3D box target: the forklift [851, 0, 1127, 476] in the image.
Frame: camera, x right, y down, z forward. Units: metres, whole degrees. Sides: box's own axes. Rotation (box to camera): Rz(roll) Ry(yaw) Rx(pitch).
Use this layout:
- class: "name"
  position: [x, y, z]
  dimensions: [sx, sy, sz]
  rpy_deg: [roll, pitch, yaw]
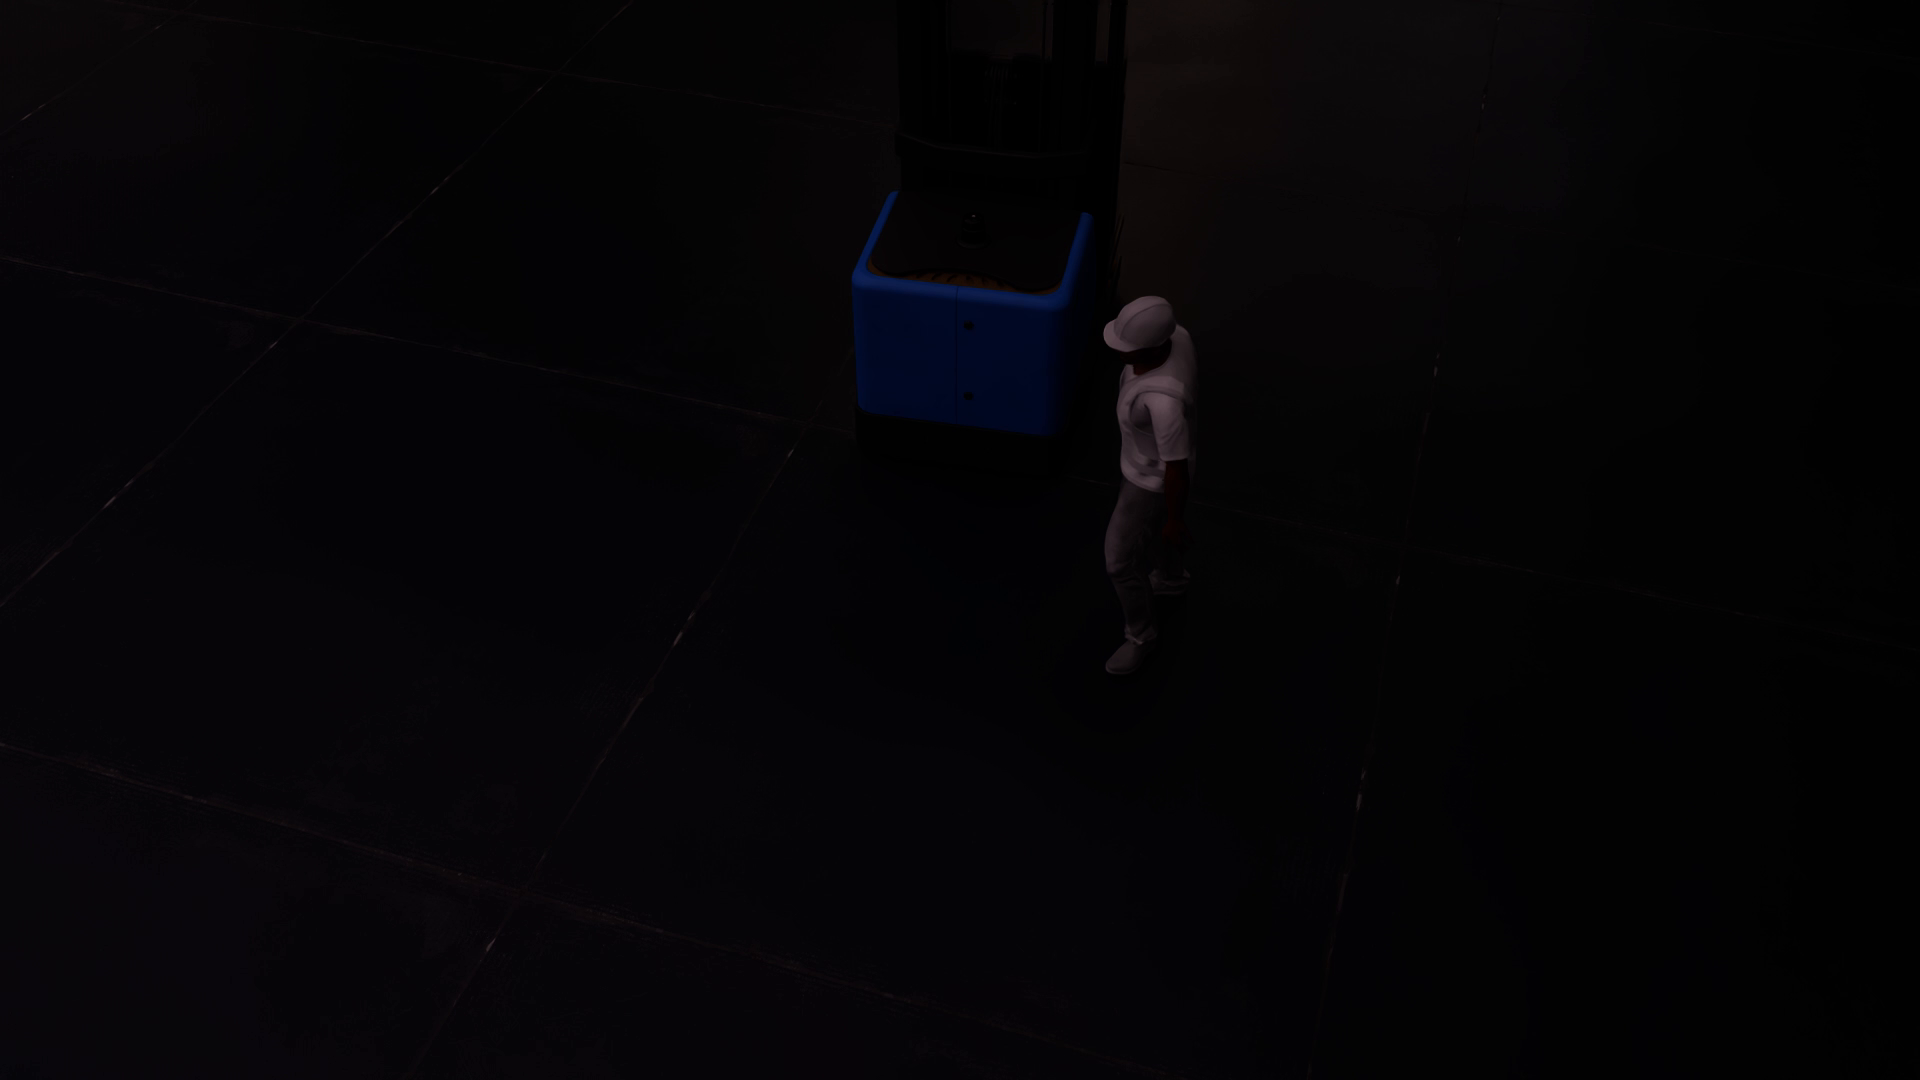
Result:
- class: "forklift"
  position: [0.291, -2.398, 8.267]
  dimensions: [1.130, 2.935, 3.031]
  rpy_deg: [8, 44, 9]

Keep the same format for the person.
- class: "person"
  position: [0.794, -0.317, 6.931]
  dimensions: [0.473, 1.733, 0.897]
  rpy_deg: [4, 43, 4]
